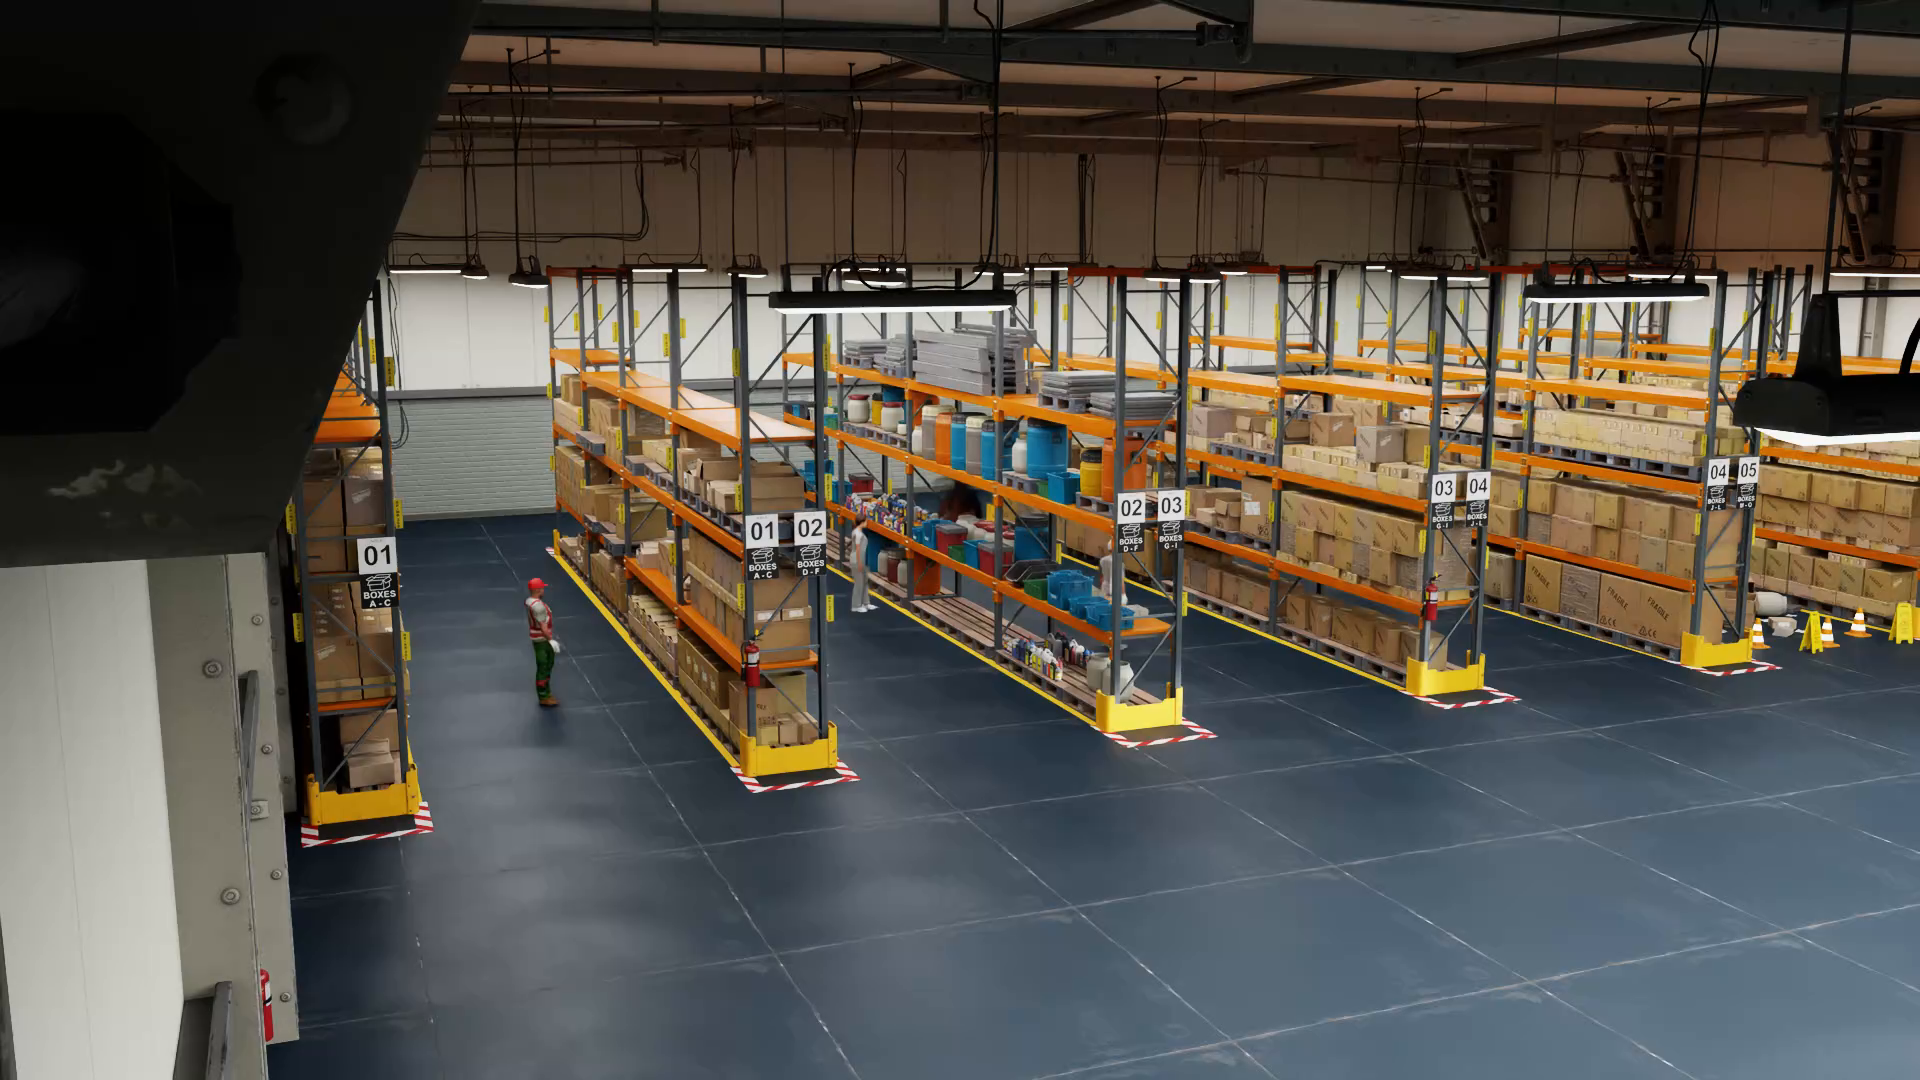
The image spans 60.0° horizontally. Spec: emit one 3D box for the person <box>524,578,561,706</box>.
[{"bbox_3d":[-5.843,1.429,23.390,0.536,1.835,0.634,0,10,-3],"label":"person"}]

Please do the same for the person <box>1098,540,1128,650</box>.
[{"bbox_3d":[2.459,0.887,26.522,0.360,1.828,0.635,-6,12,-32],"label":"person"}]

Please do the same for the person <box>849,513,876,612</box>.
[{"bbox_3d":[-1.652,0.377,27.981,0.405,1.673,0.508,1,10,8],"label":"person"}]
